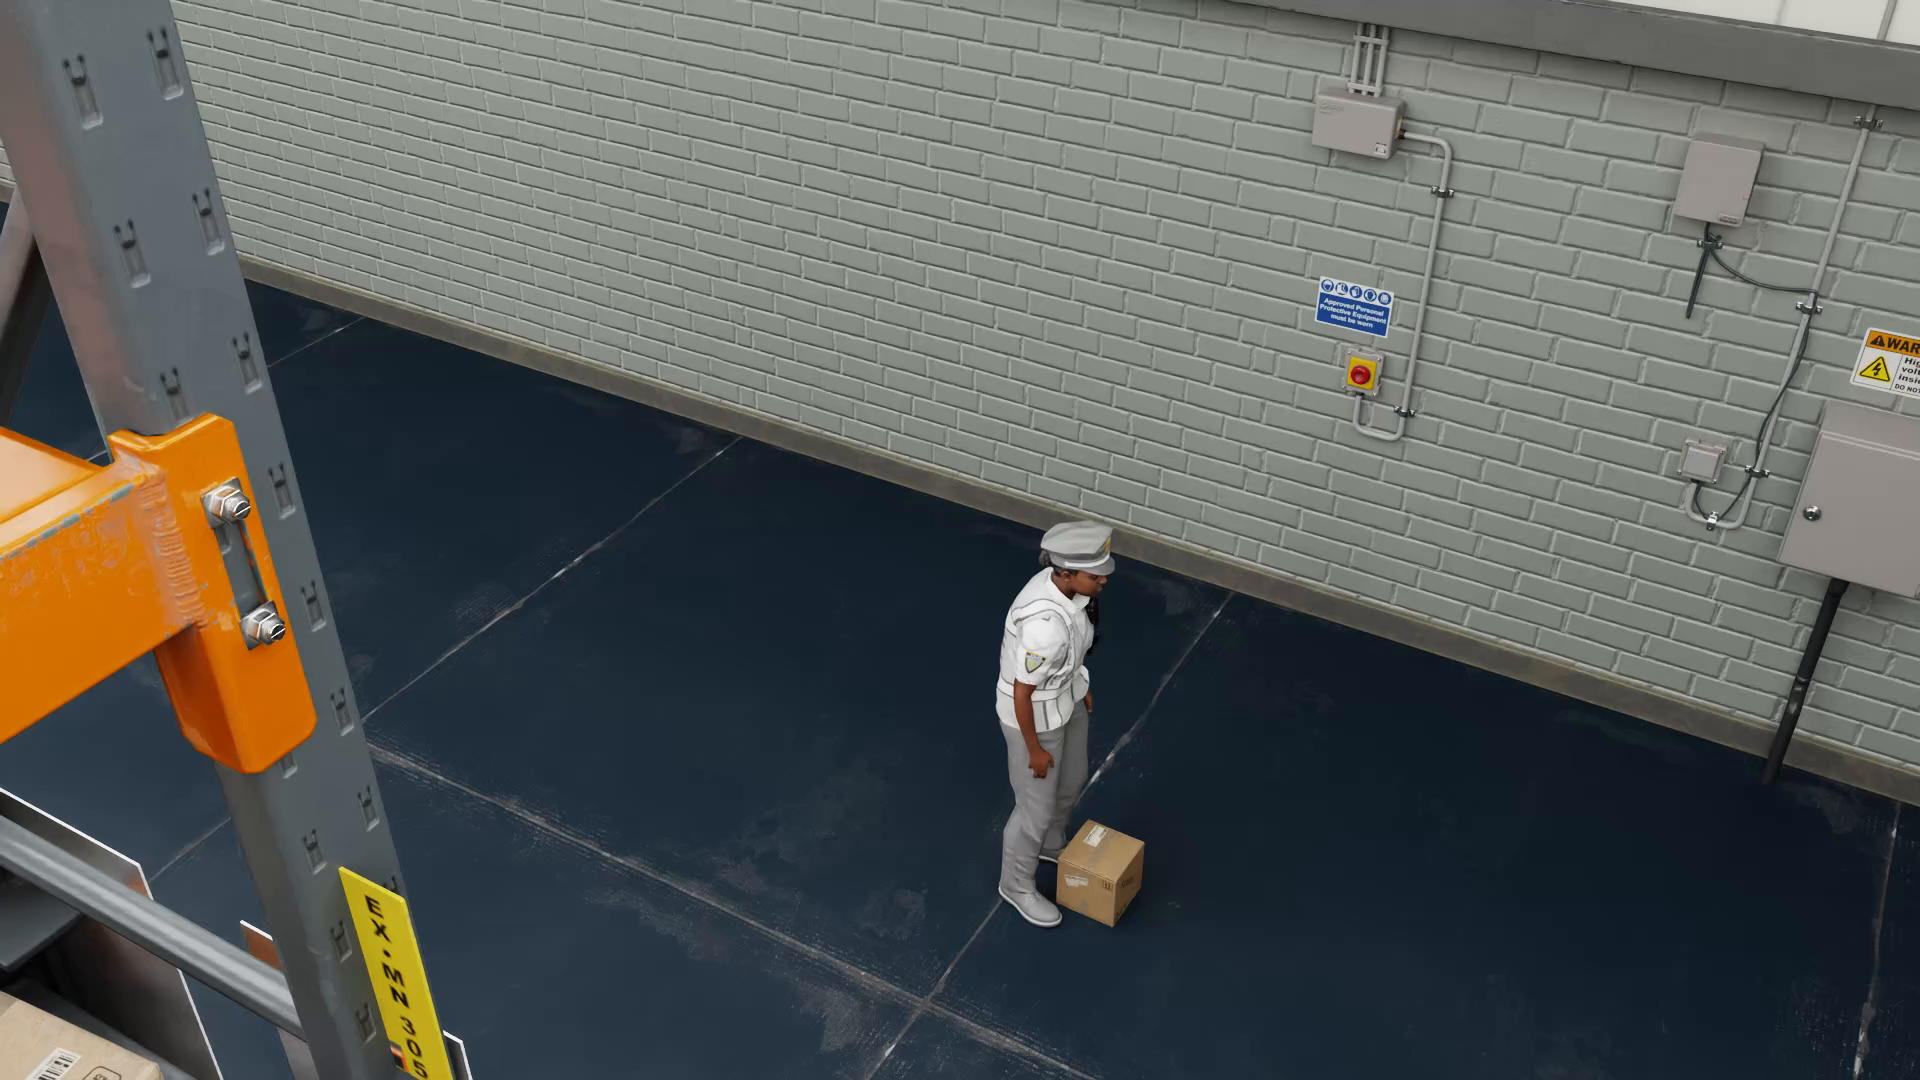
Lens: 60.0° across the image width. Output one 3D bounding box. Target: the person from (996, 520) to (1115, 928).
[{"bbox_3d":[0.341,0.654,6.182,0.391,1.664,0.531,16,37,22],"label":"person"}]
